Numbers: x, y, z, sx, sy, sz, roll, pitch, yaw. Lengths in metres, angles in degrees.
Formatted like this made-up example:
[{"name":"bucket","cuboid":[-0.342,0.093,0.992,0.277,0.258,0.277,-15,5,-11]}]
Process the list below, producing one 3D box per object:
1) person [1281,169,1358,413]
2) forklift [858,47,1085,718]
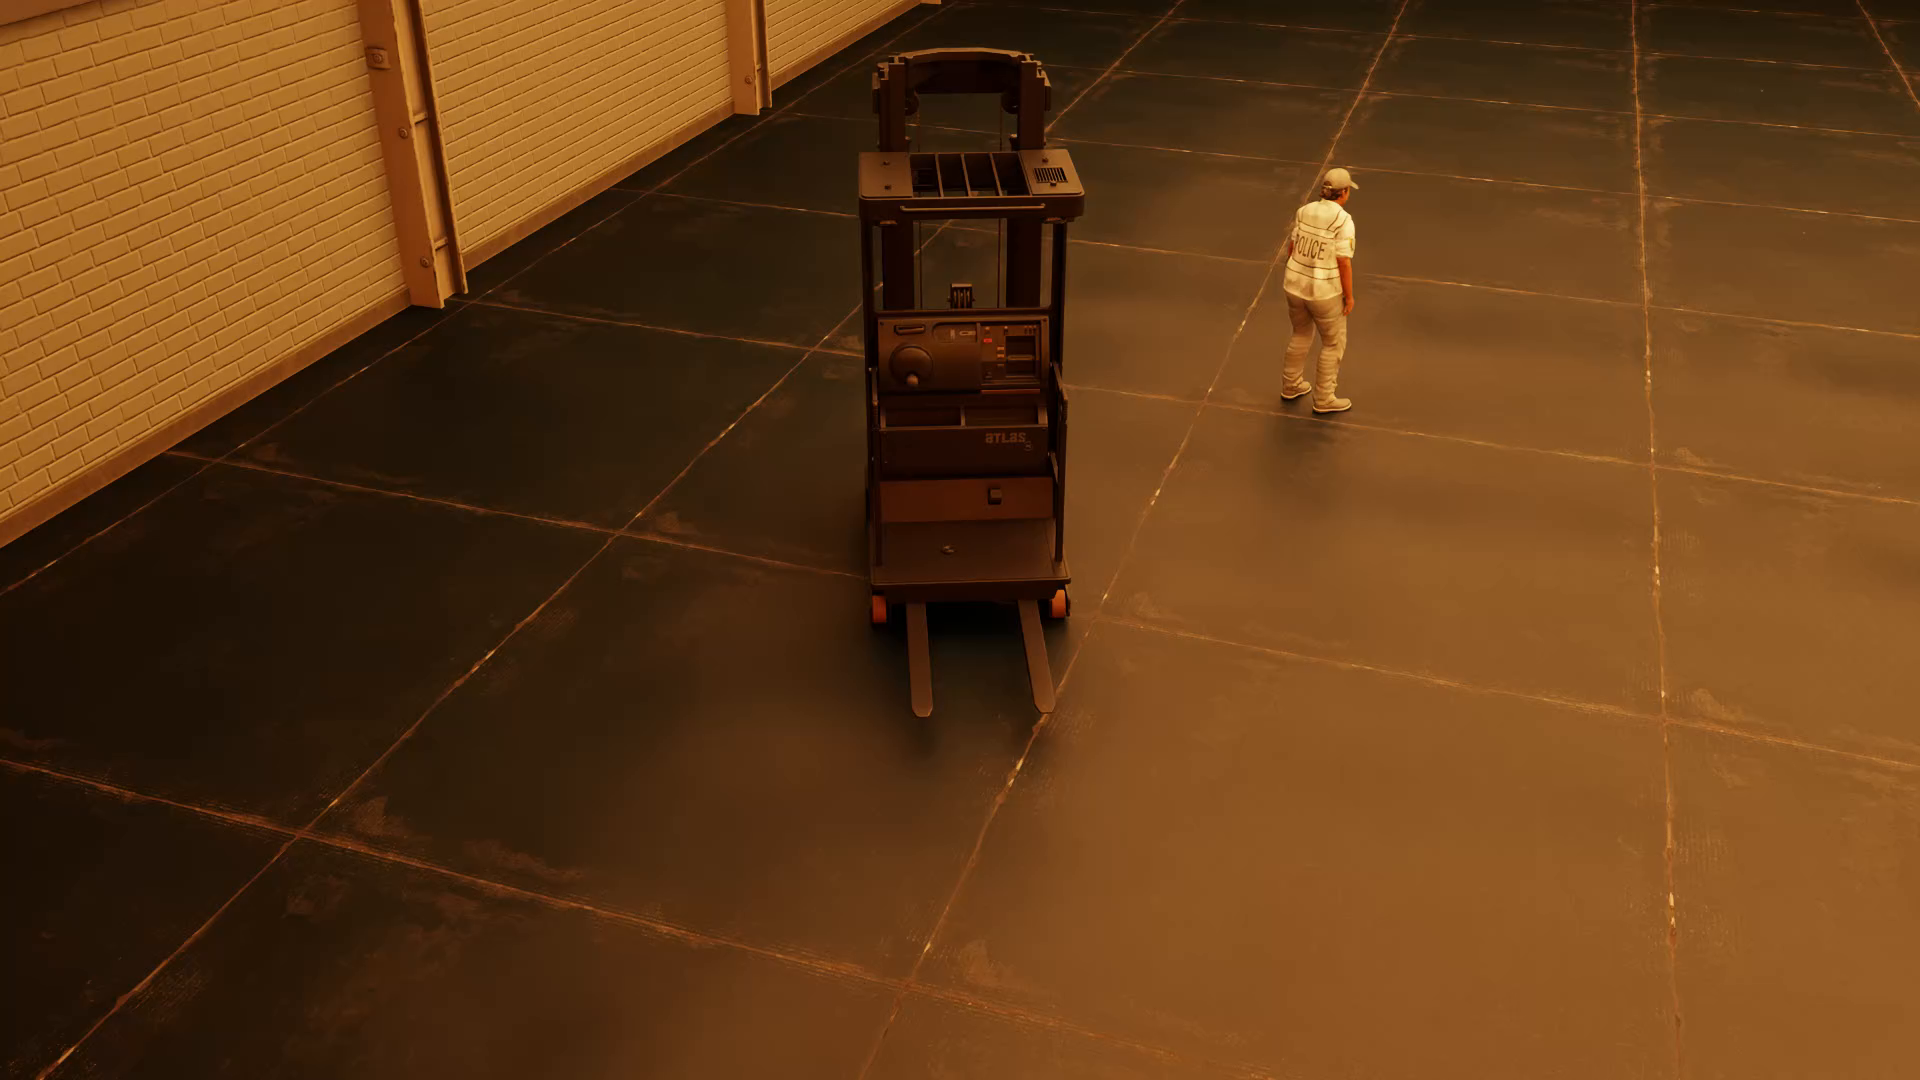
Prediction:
[{"name":"person","cuboid":[2.493,-1.717,11.428,0.473,1.666,0.547,-21,36,-32]},{"name":"forklift","cuboid":[0.035,-0.972,8.842,1.130,2.935,3.031,-2,30,-3]}]
